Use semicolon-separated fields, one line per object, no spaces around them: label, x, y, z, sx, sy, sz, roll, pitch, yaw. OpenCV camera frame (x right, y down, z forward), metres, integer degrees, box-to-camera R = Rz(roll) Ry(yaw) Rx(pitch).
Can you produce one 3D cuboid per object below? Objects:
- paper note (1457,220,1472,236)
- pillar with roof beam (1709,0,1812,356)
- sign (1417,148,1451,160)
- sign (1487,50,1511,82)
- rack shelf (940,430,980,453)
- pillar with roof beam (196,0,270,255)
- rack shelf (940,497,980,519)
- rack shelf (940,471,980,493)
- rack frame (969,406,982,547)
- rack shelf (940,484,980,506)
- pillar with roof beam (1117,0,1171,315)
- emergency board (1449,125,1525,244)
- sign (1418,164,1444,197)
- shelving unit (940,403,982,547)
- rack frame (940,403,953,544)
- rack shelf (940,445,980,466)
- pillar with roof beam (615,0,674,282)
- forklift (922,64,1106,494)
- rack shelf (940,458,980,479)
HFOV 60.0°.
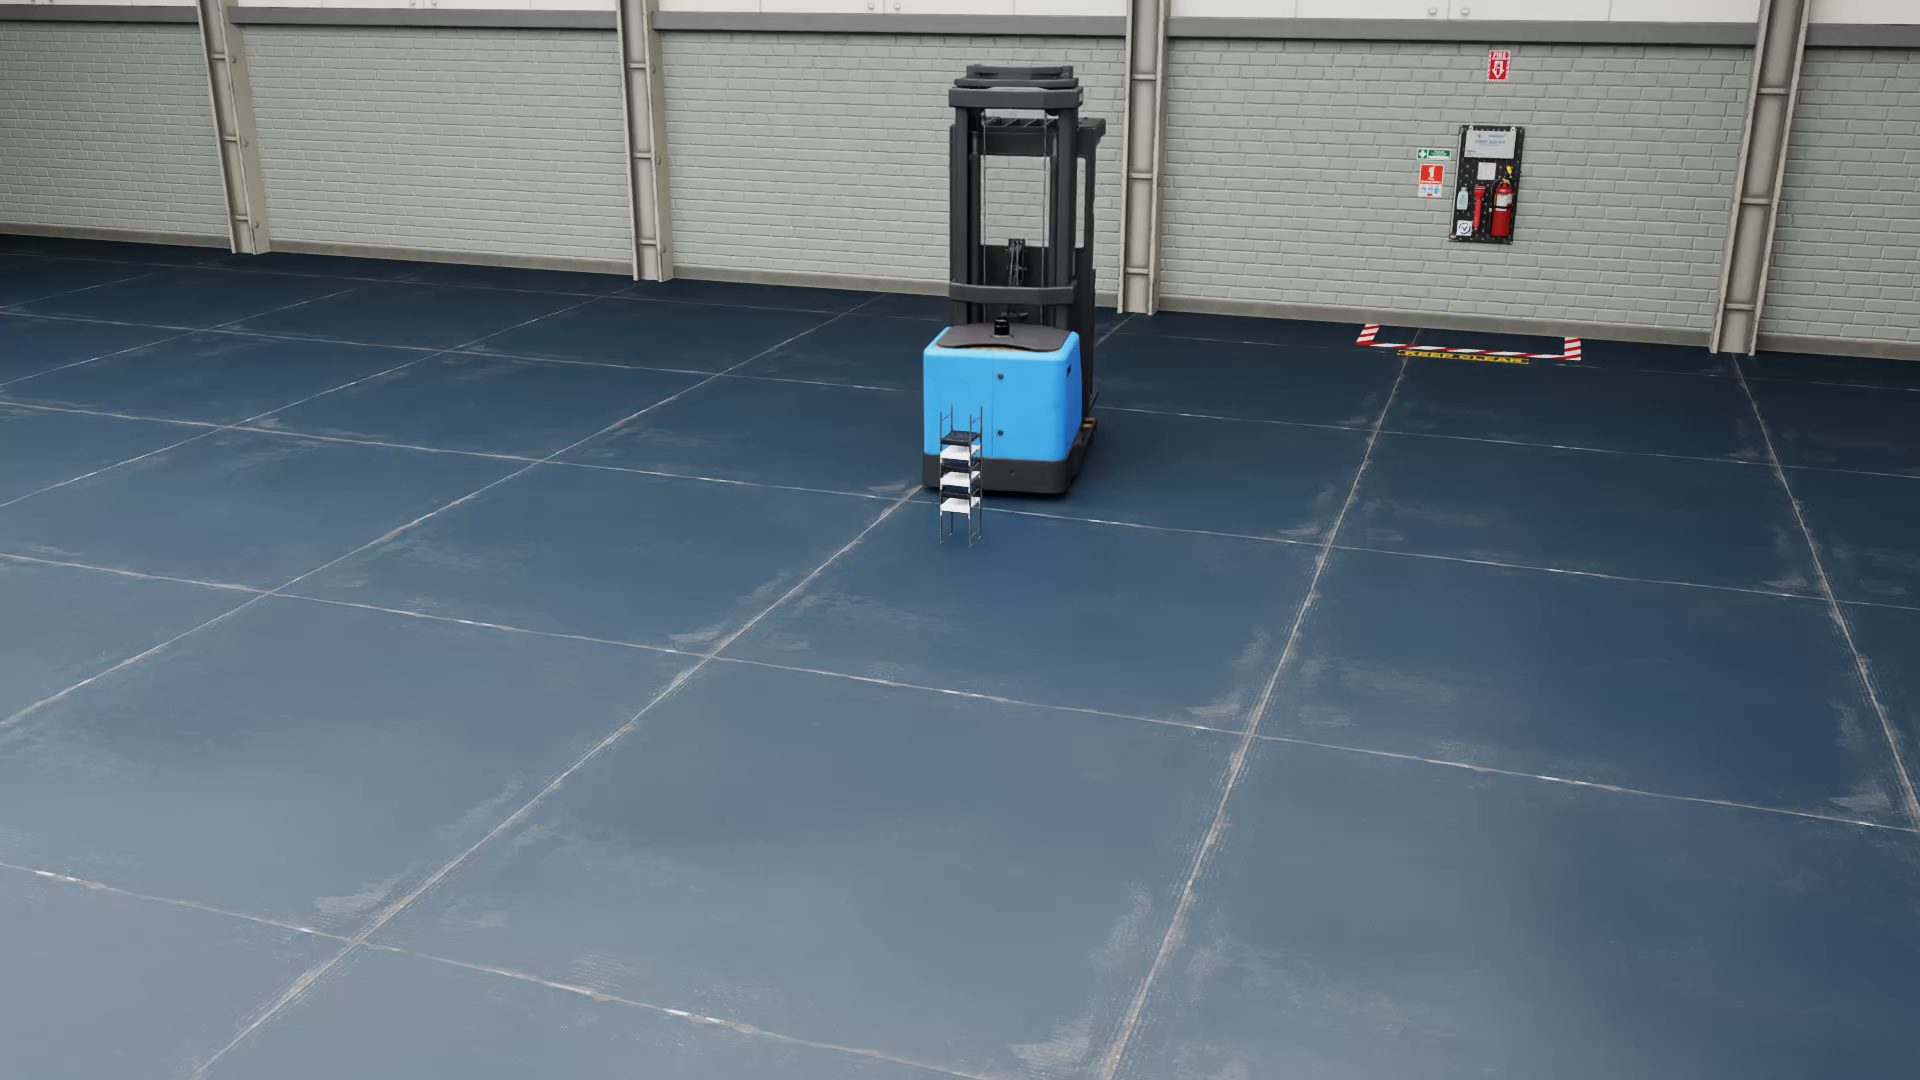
paper note;5.161;-3.191;17.010;0.142;0.148;0.016;7;20;18
pillar with roof beam;6.215;-4.781;11.122;0.400;9.000;9.100;7;20;18
sign;4.819;-3.922;16.910;0.331;0.109;0.001;7;20;18
sign;5.331;-4.692;16.459;0.199;0.298;0.001;7;20;18
rack shelf;0.008;-0.648;10.848;0.200;0.077;0.258;7;20;18
pillar with roof beam;-10.788;-6.726;16.700;0.400;9.000;9.100;7;20;18
rack shelf;0.008;-0.223;10.996;0.200;0.077;0.258;7;20;18
rack shelf;0.008;-0.393;10.937;0.200;0.077;0.258;7;20;18
rack frame;0.104;-0.413;10.894;0.006;0.900;0.240;7;20;18
rack shelf;0.008;-0.308;10.966;0.200;0.077;0.258;7;20;18
pillar with roof beam;0.547;-5.430;12.981;0.400;9.000;9.100;7;20;18
emergency board;5.306;-3.566;16.749;0.643;1.169;0.194;7;20;18
sign;4.817;-3.675;17.007;0.234;0.329;0.001;7;20;18
shelving unit;0.008;-0.424;10.926;0.210;0.900;0.258;7;20;18
rack frame;-0.088;-0.435;10.957;0.006;0.900;0.240;7;20;18
rack shelf;0.008;-0.563;10.877;0.200;0.077;0.258;7;20;18
pillar with roof beam;-5.121;-6.078;14.840;0.400;9.000;9.100;7;20;18
forklift;0.509;-2.161;12.822;1.130;2.935;3.031;4;20;10
rack shelf;0.008;-0.478;10.907;0.200;0.077;0.258;7;20;18
